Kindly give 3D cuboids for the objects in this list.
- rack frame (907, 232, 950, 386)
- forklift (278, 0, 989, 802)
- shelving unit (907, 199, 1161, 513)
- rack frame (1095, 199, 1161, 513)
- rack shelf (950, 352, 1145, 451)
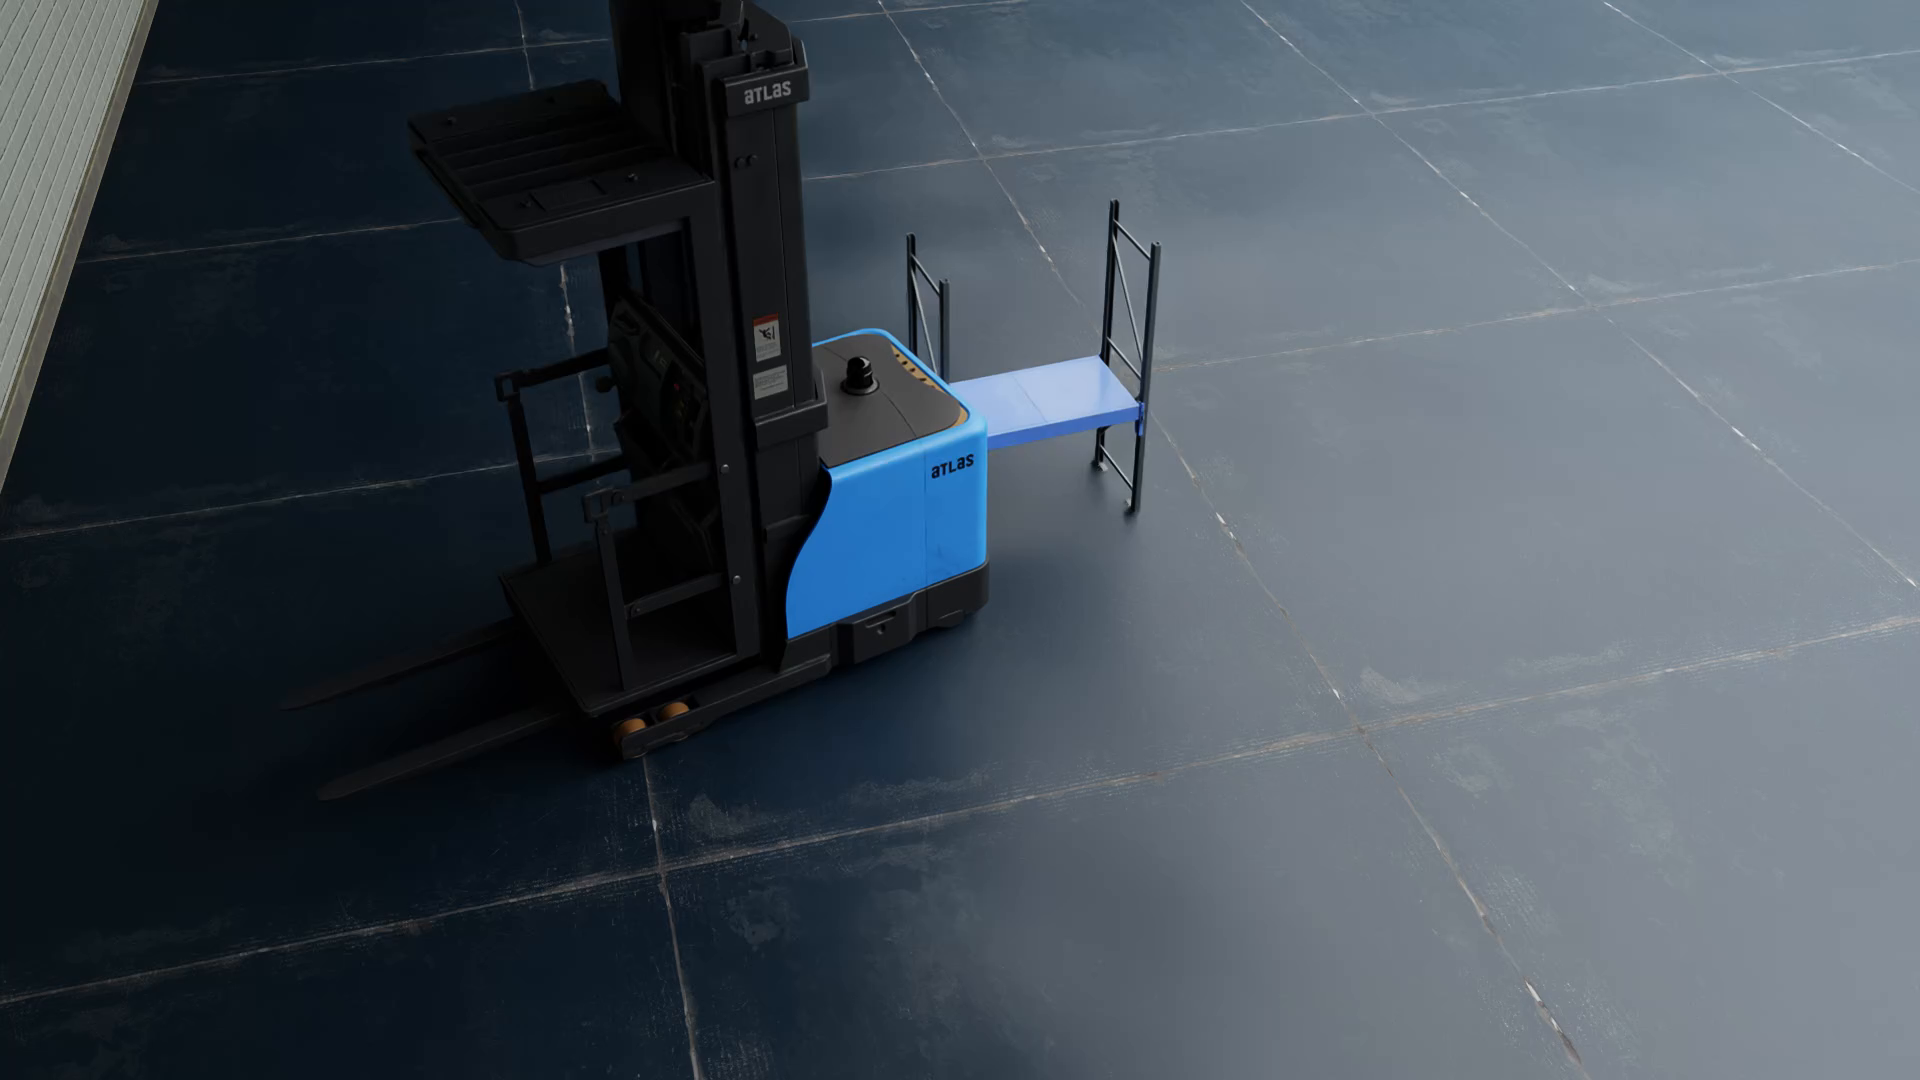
[{"bbox_3d":[-0.145,-0.665,7.864,0.032,1.500,0.500,-12,39,-16],"label":"rack frame"},{"bbox_3d":[-1.393,-0.611,6.616,3.031,2.935,1.130,-20,42,-24],"label":"forklift"},{"bbox_3d":[0.333,-0.770,8.002,1.048,1.500,0.538,-12,39,-16],"label":"shelving unit"},{"bbox_3d":[0.810,-0.876,8.140,0.032,1.500,0.500,-12,39,-16],"label":"rack frame"},{"bbox_3d":[0.333,-0.627,8.111,1.000,0.185,0.538,-12,39,-16],"label":"rack shelf"}]
